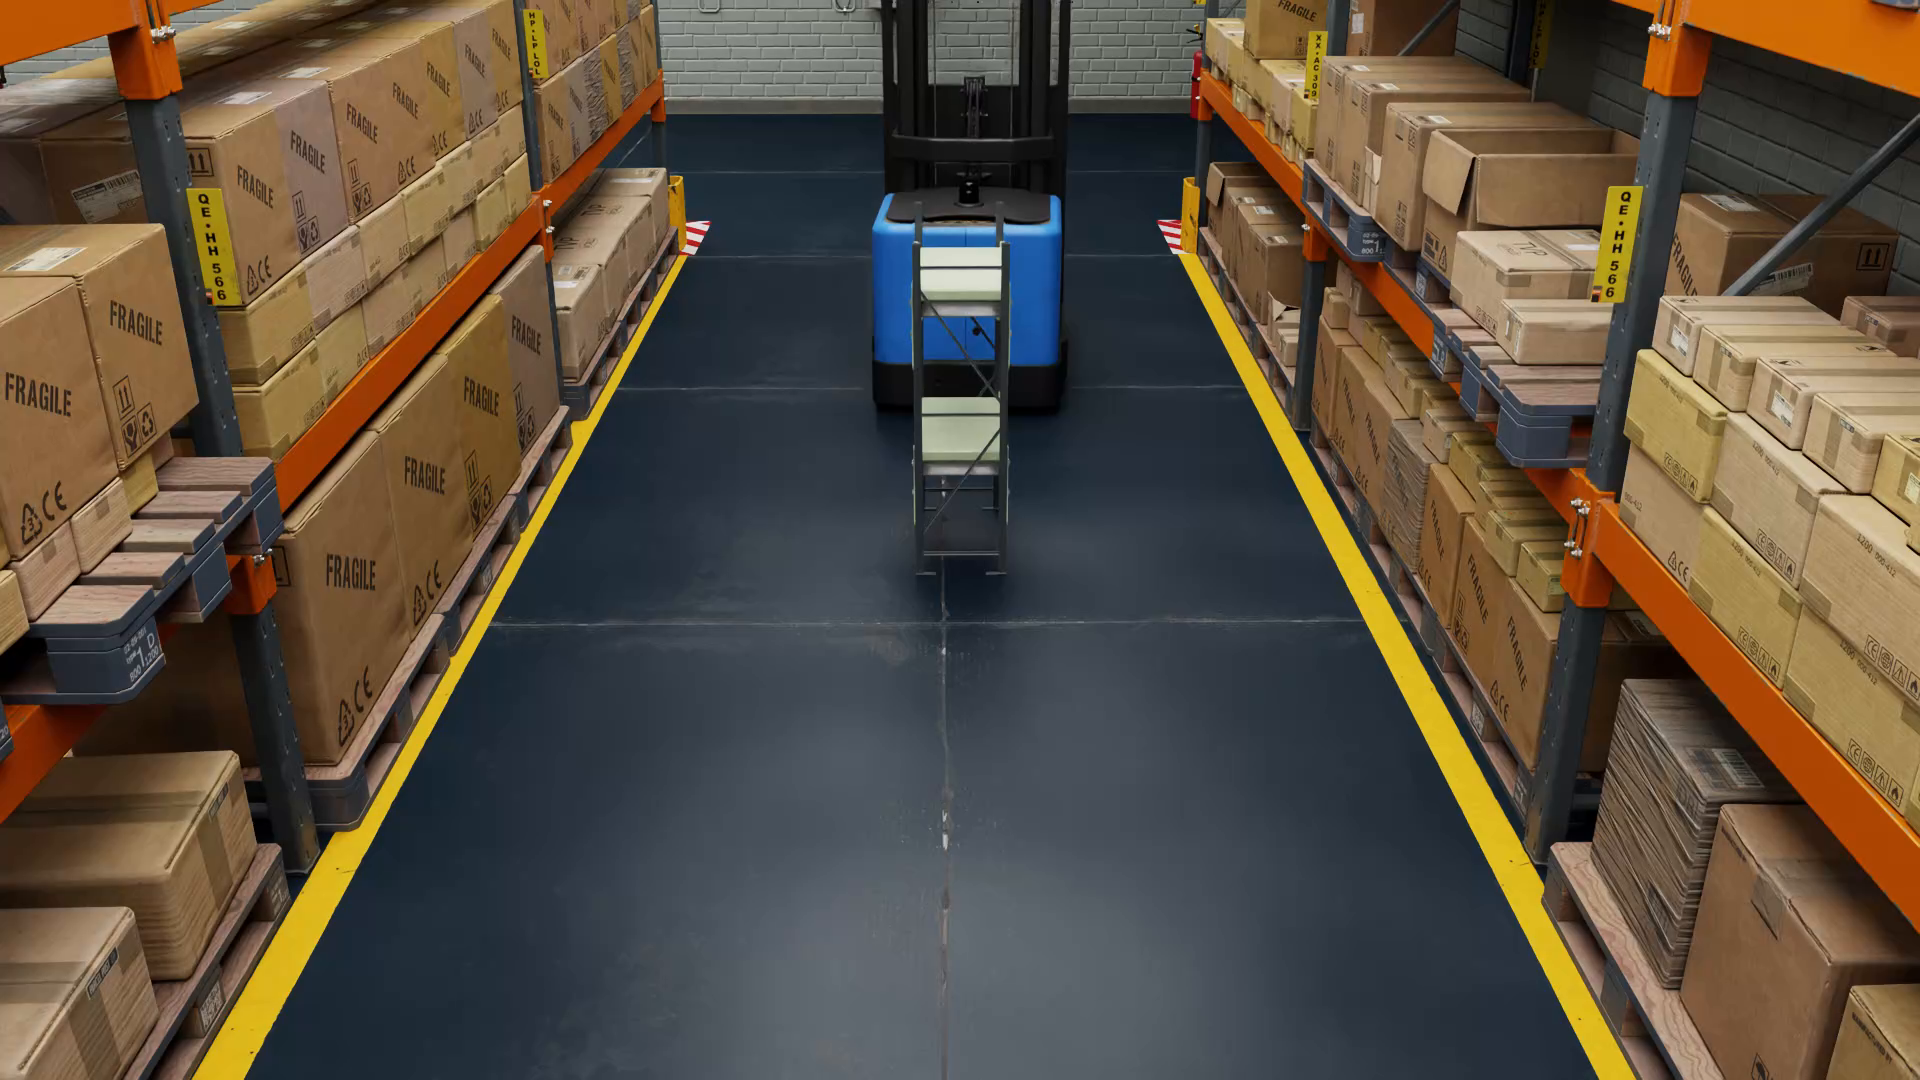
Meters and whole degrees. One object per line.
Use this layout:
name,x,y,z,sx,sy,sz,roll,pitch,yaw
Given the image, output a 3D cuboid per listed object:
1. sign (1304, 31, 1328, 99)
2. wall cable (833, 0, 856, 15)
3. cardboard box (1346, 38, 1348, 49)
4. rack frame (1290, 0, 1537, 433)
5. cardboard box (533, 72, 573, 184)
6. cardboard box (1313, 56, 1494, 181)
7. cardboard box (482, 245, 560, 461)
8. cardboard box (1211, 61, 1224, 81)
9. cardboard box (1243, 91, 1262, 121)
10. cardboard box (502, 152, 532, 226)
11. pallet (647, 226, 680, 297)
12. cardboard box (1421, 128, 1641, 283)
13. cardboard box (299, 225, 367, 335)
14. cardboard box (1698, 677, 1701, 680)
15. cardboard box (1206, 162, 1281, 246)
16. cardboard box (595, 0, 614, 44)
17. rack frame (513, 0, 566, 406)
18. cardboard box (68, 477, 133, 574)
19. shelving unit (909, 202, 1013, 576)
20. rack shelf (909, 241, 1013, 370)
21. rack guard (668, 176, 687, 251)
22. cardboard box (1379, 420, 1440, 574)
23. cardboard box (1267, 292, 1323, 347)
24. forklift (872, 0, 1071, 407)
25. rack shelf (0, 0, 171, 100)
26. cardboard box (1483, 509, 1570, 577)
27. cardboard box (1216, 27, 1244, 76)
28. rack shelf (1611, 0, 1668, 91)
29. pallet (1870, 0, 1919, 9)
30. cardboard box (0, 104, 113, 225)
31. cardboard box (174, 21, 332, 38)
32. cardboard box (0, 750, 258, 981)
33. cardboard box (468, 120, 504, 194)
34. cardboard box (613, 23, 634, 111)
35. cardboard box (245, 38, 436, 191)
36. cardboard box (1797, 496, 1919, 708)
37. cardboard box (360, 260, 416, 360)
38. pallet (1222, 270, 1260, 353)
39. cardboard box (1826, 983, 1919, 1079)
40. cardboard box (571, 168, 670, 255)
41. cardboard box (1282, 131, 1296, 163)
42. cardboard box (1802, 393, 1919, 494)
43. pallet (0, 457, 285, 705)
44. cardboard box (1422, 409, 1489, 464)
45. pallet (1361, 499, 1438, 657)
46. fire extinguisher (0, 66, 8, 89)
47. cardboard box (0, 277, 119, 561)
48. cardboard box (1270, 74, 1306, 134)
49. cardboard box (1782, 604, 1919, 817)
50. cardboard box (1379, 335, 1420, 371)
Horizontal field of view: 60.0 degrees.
sign,1.778,-2.368,8.295,0.100,0.325,0.005,0,24,-1
wall cable,-1.354,-6.401,17.030,0.588,1.984,0.122,0,24,-1
cardboard box,2.552,-3.089,10.762,0.500,0.250,0.500,1,24,1
rack frame,2.320,-1.979,8.485,1.000,3.000,0.127,0,24,-1
cardboard box,-2.386,-2.195,8.842,0.500,0.500,0.500,1,24,1
cardboard box,2.102,-2.015,7.935,0.700,0.500,0.500,0,24,1
cardboard box,-2.556,-0.923,8.220,0.875,0.875,0.875,0,24,1
cardboard box,2.006,-3.376,11.879,0.380,0.149,0.250,0,24,-1
cardboard box,1.993,-2.737,10.465,0.380,0.149,0.250,0,24,1
cardboard box,-2.386,-1.703,8.057,0.500,0.250,0.500,-1,24,-2
pallet,-2.600,-2.004,11.924,1.003,0.211,1.213,0,24,-1
cardboard box,2.161,-1.241,6.219,0.797,0.503,0.637,-1,24,-2
cardboard box,-2.363,-0.889,5.651,0.500,0.250,0.500,0,24,1
cardboard box,2.640,0.442,5.656,0.500,0.500,0.500,1,24,1
cardboard box,2.189,-2.429,11.999,0.797,0.503,0.637,-1,24,-3
cardboard box,-2.403,-3.281,10.029,0.500,0.500,0.500,0,24,-1
rack frame,-2.643,-1.955,8.433,1.000,3.000,0.127,0,24,-1
cardboard box,-2.238,-0.036,3.985,0.380,0.149,0.250,0,24,-1
shelving unit,0.000,-0.681,7.435,0.431,1.500,0.755,0,24,-1
rack shelf,0.000,-1.036,7.274,0.431,0.370,0.720,0,24,-1
rack guard,-2.687,-2.474,12.614,1.175,0.500,0.348,0,24,-1
cardboard box,2.117,-0.192,7.059,0.500,0.500,0.500,-1,24,-2
cardboard box,2.017,-1.300,9.792,0.396,0.266,0.258,1,24,1
forklift,0.105,-2.635,10.020,1.130,2.935,3.031,1,24,3
rack shelf,-2.578,-0.522,2.496,1.077,0.370,4.000,0,24,-1
cardboard box,2.071,0.007,5.832,0.380,0.149,0.250,-1,24,-3
cardboard box,2.018,-3.298,11.224,0.500,0.250,0.500,0,24,0
rack shelf,2.342,-2.194,6.193,1.077,0.370,4.000,0,24,-1
pallet,2.461,-1.332,3.644,1.213,0.211,1.003,1,24,2
cardboard box,-2.867,-1.020,5.030,0.500,0.500,0.500,-1,24,-2
cardboard box,-2.890,-1.857,6.882,0.500,0.500,0.500,-1,24,-2
cardboard box,-2.603,0.932,4.728,0.950,0.372,0.625,-2,24,-4
cardboard box,-2.382,-1.728,7.506,0.500,0.250,0.500,0,24,1
cardboard box,-2.411,-3.032,10.694,0.500,0.500,0.500,0,24,1
cardboard box,-2.368,-1.638,6.397,0.500,0.500,0.500,0,24,0
cardboard box,2.116,0.116,3.429,0.500,0.250,0.500,-1,24,-2
cardboard box,-2.376,-0.869,6.213,0.500,0.250,0.500,1,24,1
pallet,2.298,-1.495,10.800,1.003,0.211,1.213,0,24,-1
cardboard box,2.380,1.364,3.467,0.875,0.625,0.625,-1,24,-3
cardboard box,-2.580,-2.356,11.918,0.875,0.438,0.875,-1,24,-2
cardboard box,2.013,-2.209,9.299,0.380,0.149,0.250,0,24,1
cardboard box,2.121,-0.216,3.678,0.380,0.149,0.250,0,24,0
pallet,-2.485,0.074,4.180,1.213,0.211,1.003,0,24,-1
cardboard box,2.119,-0.427,6.792,0.380,0.149,0.250,-1,24,-3
pallet,2.383,0.131,7.205,1.003,0.211,1.213,0,24,-1
fire extinguisher,-7.177,-3.440,12.263,0.296,0.674,0.183,0,24,-1
cardboard box,-2.300,-0.280,3.738,0.500,0.500,0.500,-1,24,-1
cardboard box,2.050,-2.461,9.373,0.500,0.250,0.500,0,24,0
cardboard box,2.138,0.341,3.538,0.500,0.250,0.500,-1,24,-2
cardboard box,2.169,-0.845,7.716,0.380,0.149,0.250,-1,24,-1
